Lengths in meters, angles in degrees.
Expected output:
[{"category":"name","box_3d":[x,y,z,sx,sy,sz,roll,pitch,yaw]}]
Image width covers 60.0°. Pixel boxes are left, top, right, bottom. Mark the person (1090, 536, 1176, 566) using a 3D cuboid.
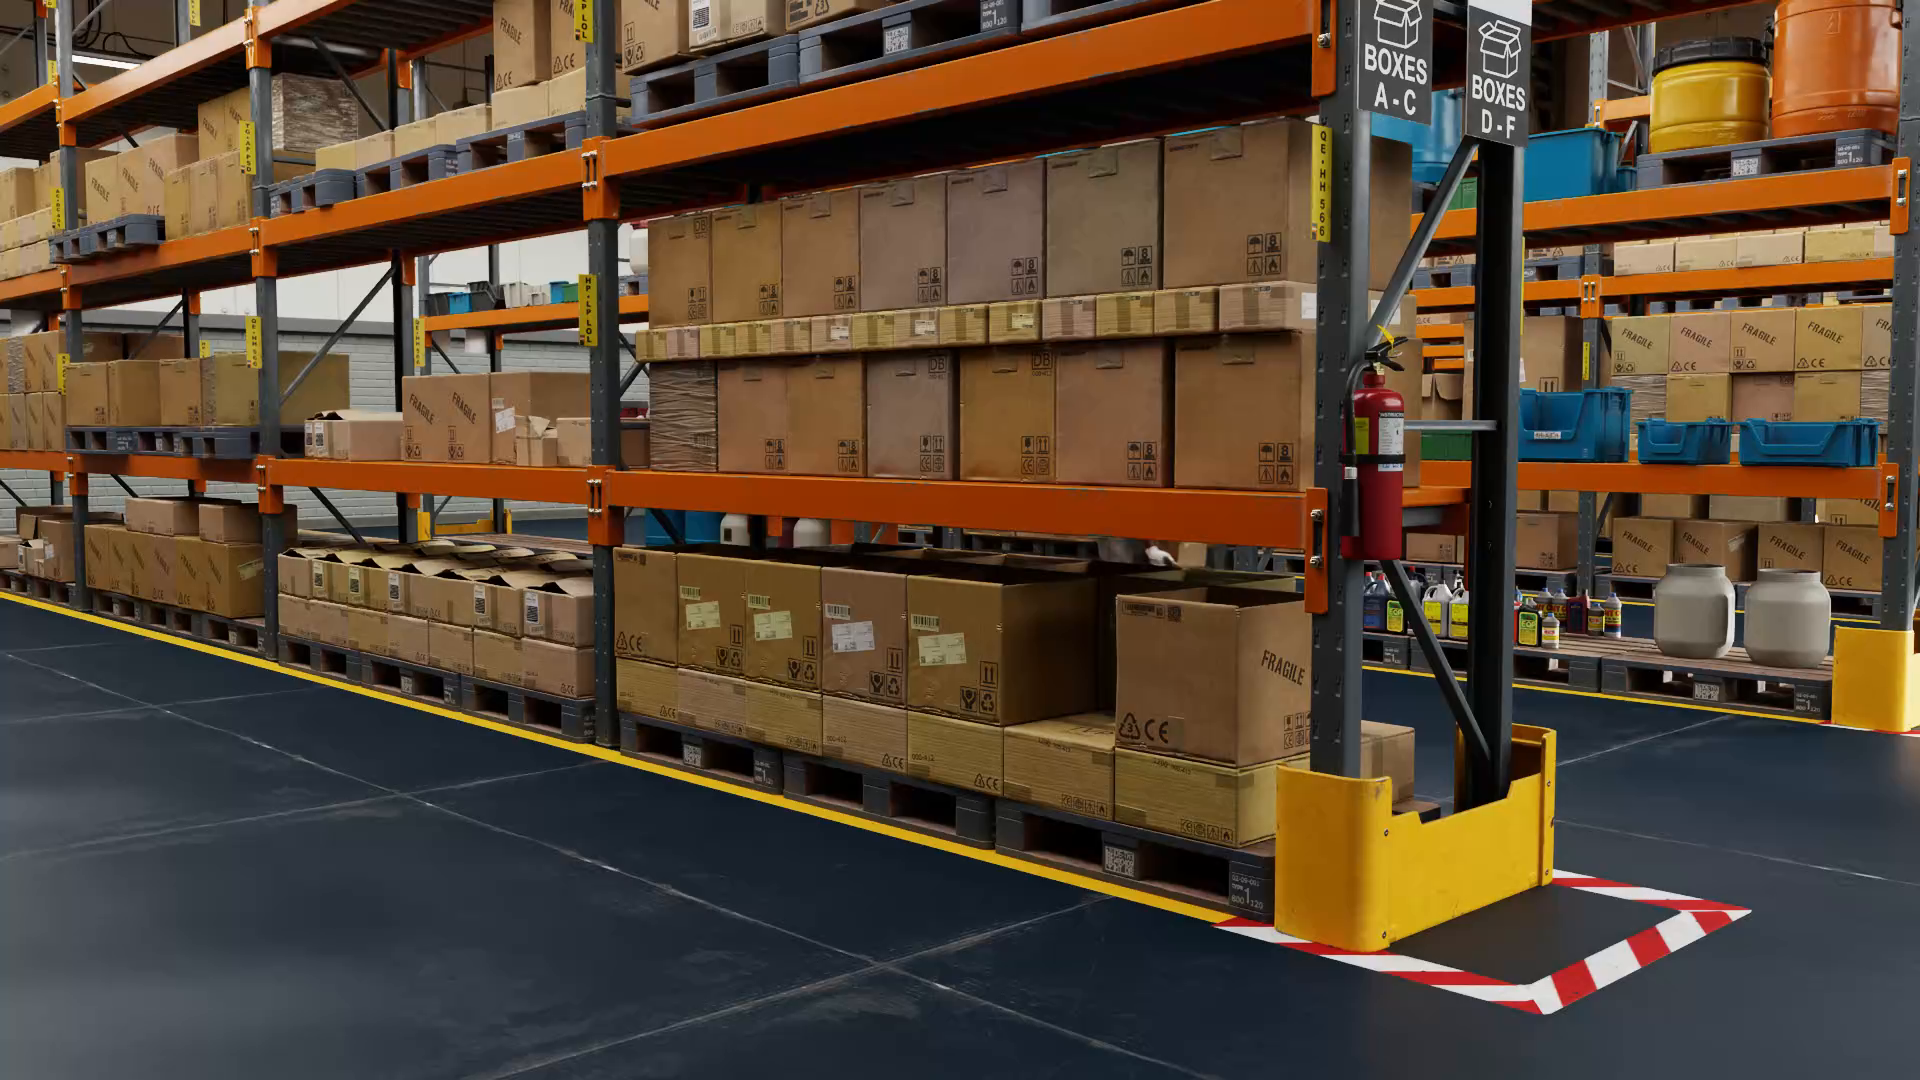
[{"category":"person","box_3d":[1.051,0.026,9.284,0.482,1.700,0.645,-4,5,-45]}]
